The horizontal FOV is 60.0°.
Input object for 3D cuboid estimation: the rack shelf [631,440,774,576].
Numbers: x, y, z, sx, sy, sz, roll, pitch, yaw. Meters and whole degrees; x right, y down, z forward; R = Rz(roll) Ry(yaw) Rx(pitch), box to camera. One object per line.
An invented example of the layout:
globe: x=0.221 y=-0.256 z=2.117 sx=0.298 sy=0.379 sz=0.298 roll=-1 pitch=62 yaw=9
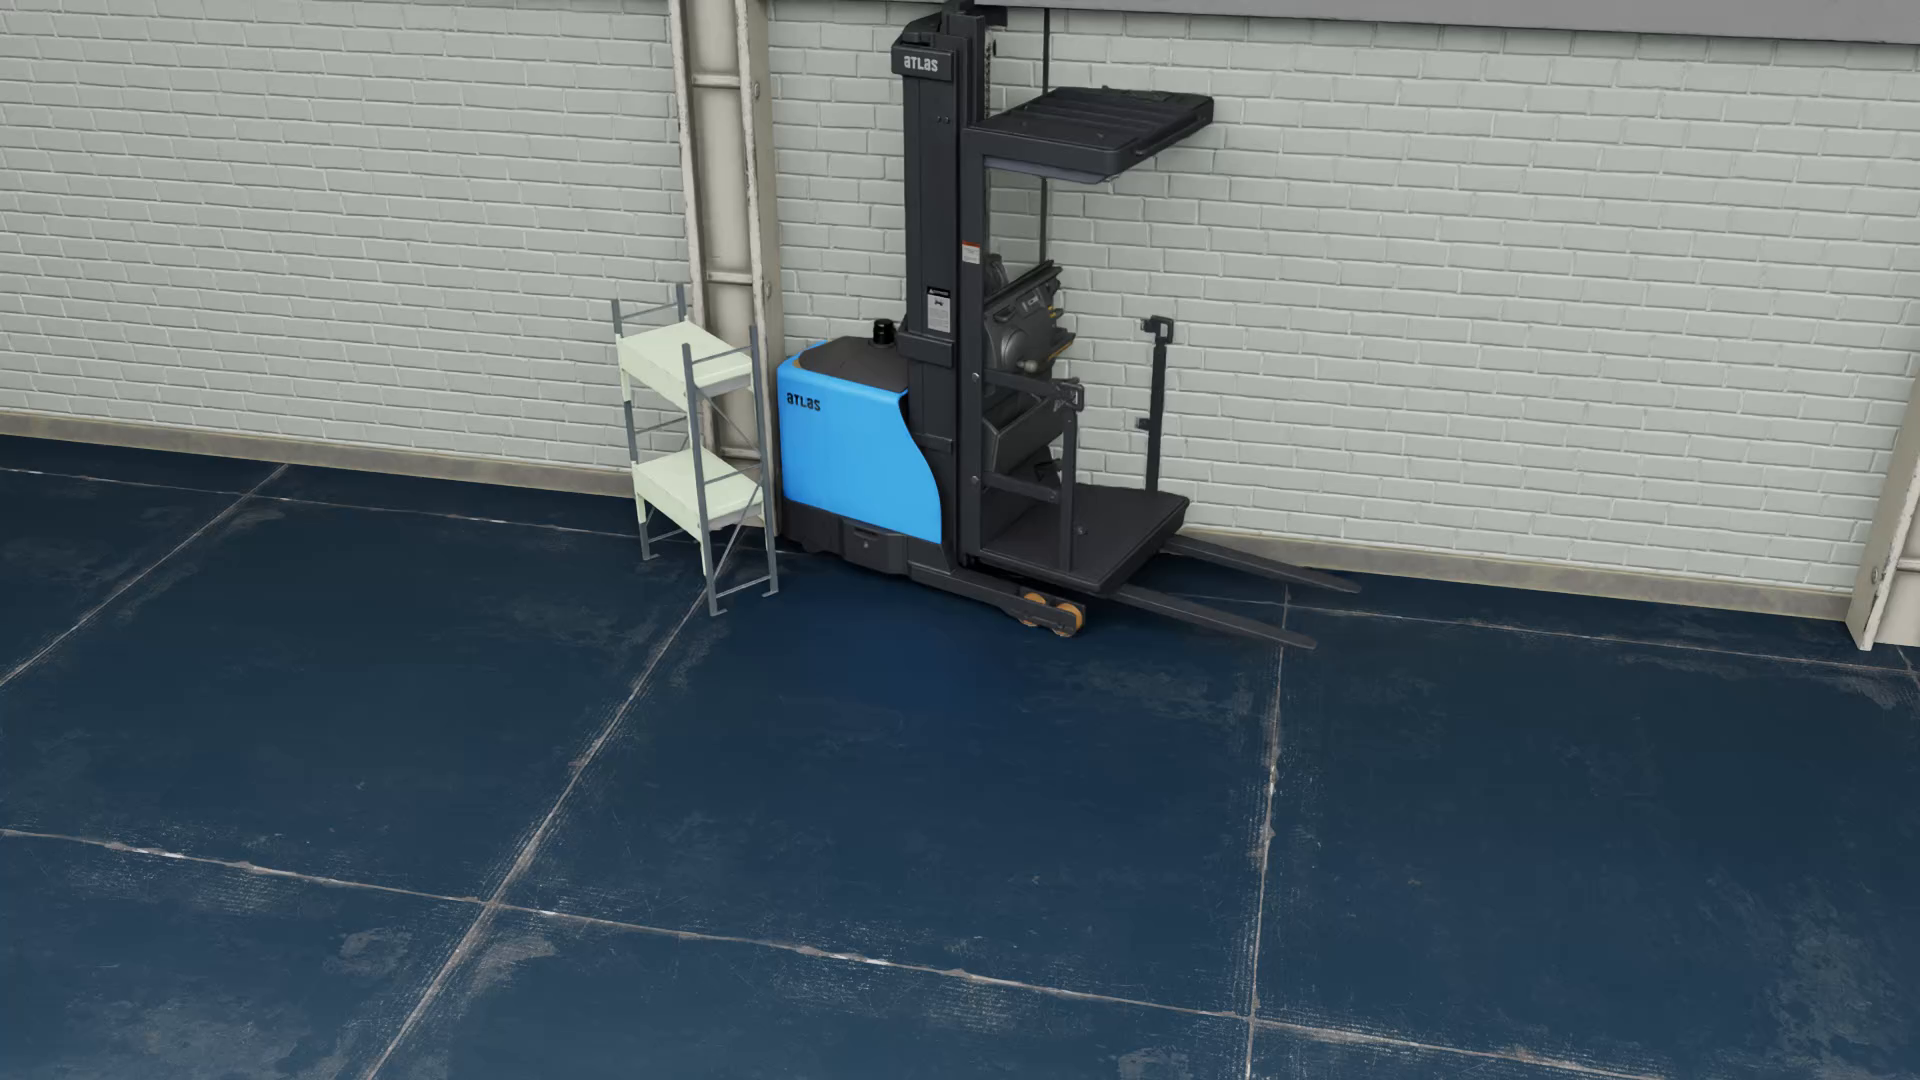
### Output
rack shelf: x=-1.346 y=-0.179 z=8.686 sx=0.431 sy=0.370 sz=0.720 roll=-21 pitch=35 yaw=-31

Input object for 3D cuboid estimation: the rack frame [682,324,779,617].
rack frame: x=-1.130 y=-0.323 z=8.270 sx=0.400 sy=1.500 sz=0.023 roll=-21 pitch=35 yaw=-31

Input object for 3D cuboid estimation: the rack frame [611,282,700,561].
rack frame: x=-1.571 y=-0.604 z=8.782 sx=0.400 sy=1.500 sz=0.023 roll=-21 pitch=35 yaw=-31

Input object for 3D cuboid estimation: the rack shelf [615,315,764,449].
rack shelf: x=-1.357 y=-0.804 z=8.335 sx=0.431 sy=0.370 sz=0.720 roll=-21 pitch=35 yaw=-31

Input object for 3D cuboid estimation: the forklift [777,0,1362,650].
forklift: x=0.550 y=-1.090 z=8.188 sx=3.031 sy=2.935 sz=1.130 roll=16 pitch=33 yaw=27

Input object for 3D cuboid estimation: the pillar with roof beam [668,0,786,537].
pillar with roof beam: x=-2.077 y=-2.036 z=3.598 sx=0.400 sy=9.000 sz=9.100 roll=6 pitch=29 yaw=11

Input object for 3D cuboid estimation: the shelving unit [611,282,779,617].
shelving unit: x=-1.351 y=-0.464 z=8.526 sx=0.431 sy=1.500 sz=0.755 roll=-21 pitch=35 yaw=-31

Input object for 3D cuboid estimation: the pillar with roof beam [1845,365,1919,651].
pillar with roof beam: x=3.791 y=-1.434 z=2.499 sx=0.400 sy=9.000 sz=9.100 roll=6 pitch=29 yaw=11
